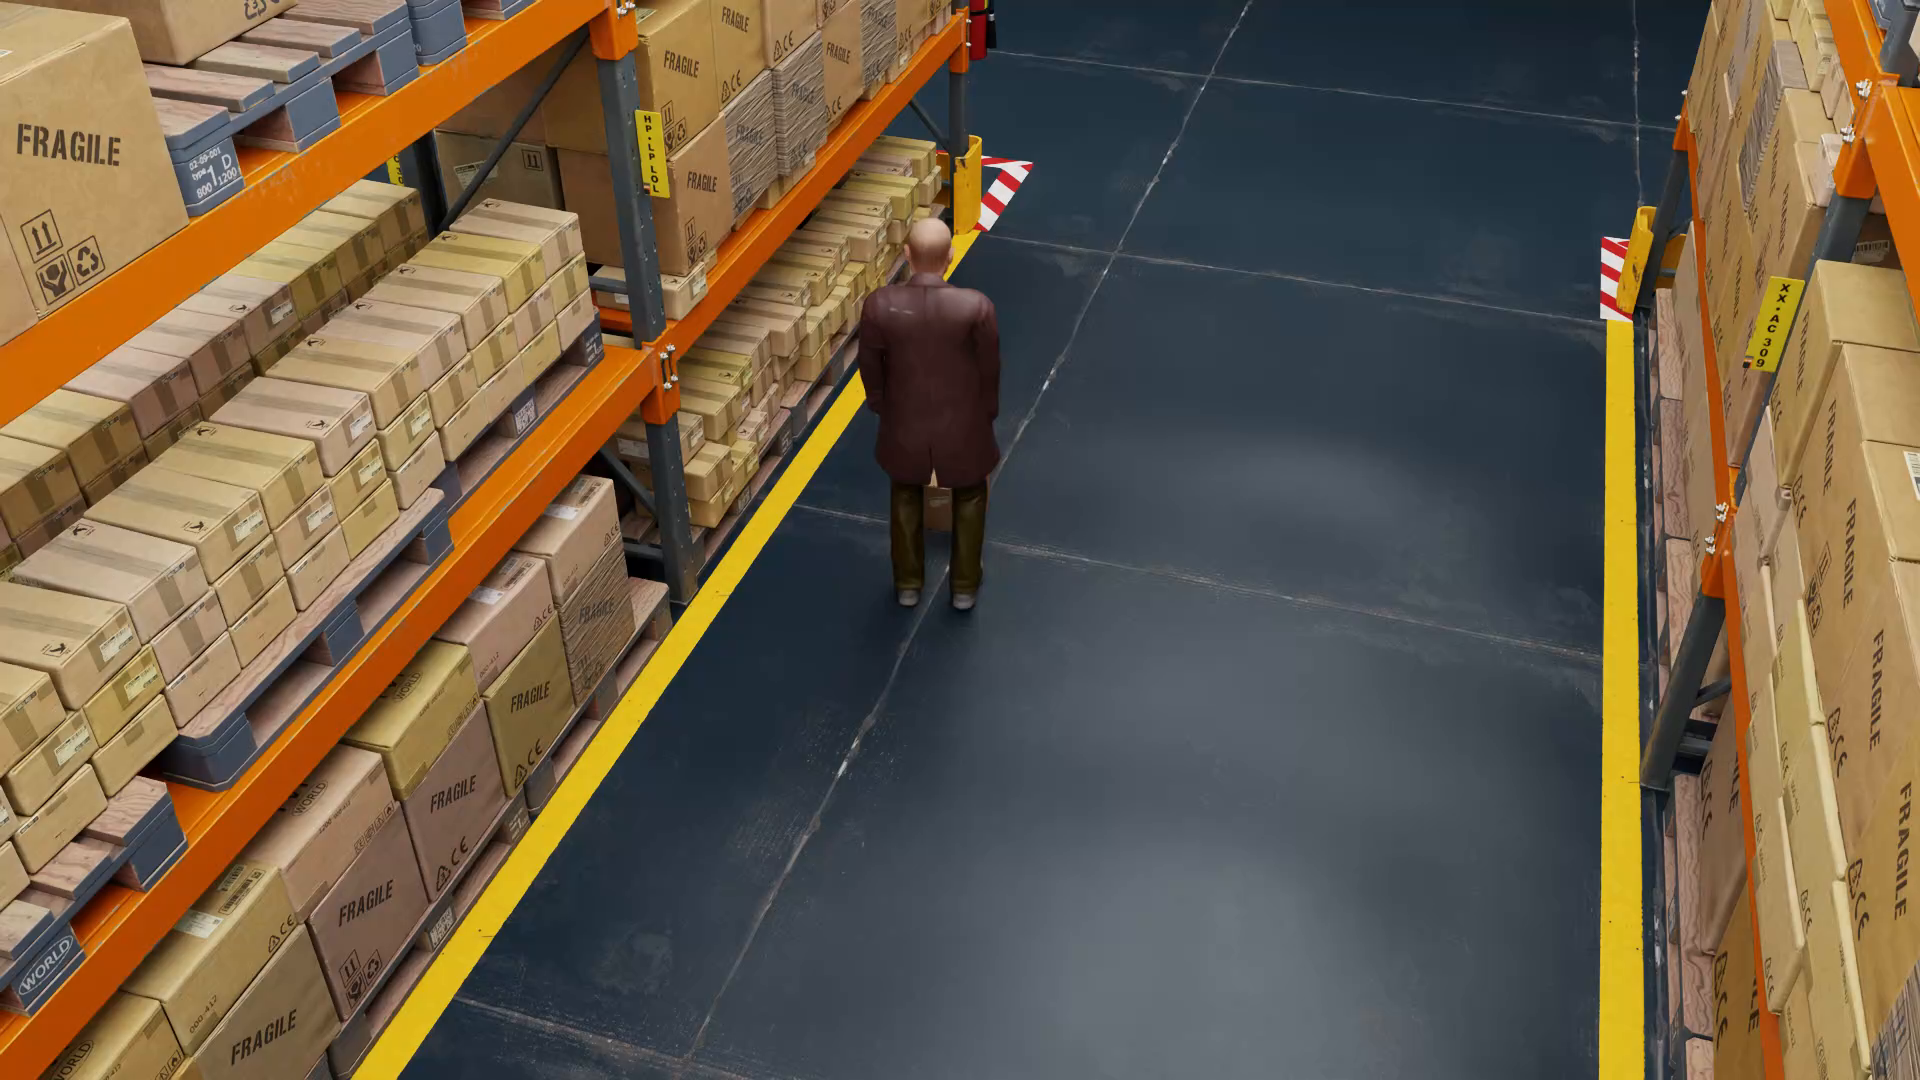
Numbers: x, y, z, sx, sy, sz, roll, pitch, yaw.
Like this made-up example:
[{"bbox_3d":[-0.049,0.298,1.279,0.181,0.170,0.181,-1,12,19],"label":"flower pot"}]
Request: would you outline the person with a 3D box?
[{"bbox_3d":[-0.121,-0.496,6.868,0.583,1.745,0.402,5,37,7],"label":"person"}]
